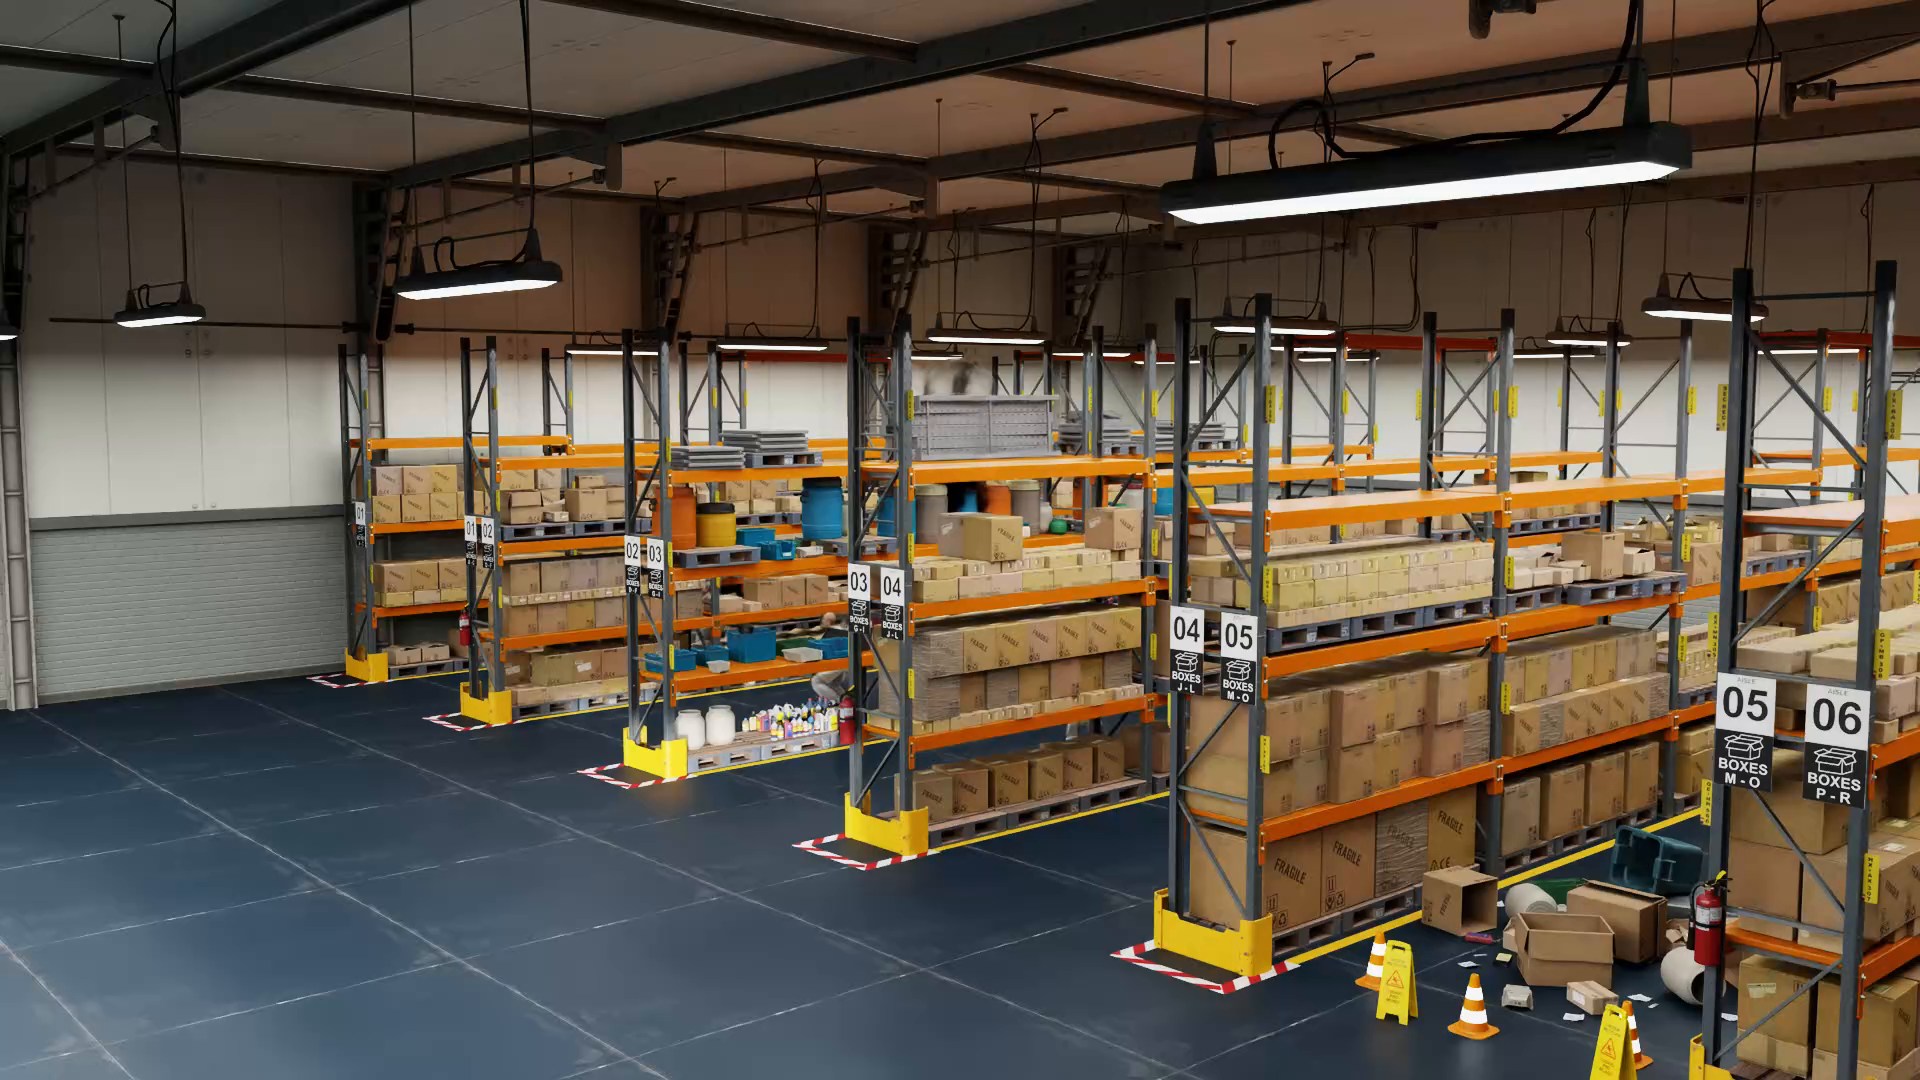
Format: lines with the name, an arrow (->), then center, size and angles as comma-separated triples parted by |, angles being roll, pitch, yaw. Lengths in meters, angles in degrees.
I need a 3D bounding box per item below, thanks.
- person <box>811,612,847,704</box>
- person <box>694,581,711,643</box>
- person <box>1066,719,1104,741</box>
person -> -2.006, 1.980, 26.261 | 0.662, 1.689, 0.805 | 1, 5, 8
person -> -4.779, 1.577, 31.059 | 0.539, 1.628, 0.599 | -4, 6, -34
person -> 1.719, 2.231, 23.475 | 0.666, 1.727, 0.974 | 5, 7, 42
